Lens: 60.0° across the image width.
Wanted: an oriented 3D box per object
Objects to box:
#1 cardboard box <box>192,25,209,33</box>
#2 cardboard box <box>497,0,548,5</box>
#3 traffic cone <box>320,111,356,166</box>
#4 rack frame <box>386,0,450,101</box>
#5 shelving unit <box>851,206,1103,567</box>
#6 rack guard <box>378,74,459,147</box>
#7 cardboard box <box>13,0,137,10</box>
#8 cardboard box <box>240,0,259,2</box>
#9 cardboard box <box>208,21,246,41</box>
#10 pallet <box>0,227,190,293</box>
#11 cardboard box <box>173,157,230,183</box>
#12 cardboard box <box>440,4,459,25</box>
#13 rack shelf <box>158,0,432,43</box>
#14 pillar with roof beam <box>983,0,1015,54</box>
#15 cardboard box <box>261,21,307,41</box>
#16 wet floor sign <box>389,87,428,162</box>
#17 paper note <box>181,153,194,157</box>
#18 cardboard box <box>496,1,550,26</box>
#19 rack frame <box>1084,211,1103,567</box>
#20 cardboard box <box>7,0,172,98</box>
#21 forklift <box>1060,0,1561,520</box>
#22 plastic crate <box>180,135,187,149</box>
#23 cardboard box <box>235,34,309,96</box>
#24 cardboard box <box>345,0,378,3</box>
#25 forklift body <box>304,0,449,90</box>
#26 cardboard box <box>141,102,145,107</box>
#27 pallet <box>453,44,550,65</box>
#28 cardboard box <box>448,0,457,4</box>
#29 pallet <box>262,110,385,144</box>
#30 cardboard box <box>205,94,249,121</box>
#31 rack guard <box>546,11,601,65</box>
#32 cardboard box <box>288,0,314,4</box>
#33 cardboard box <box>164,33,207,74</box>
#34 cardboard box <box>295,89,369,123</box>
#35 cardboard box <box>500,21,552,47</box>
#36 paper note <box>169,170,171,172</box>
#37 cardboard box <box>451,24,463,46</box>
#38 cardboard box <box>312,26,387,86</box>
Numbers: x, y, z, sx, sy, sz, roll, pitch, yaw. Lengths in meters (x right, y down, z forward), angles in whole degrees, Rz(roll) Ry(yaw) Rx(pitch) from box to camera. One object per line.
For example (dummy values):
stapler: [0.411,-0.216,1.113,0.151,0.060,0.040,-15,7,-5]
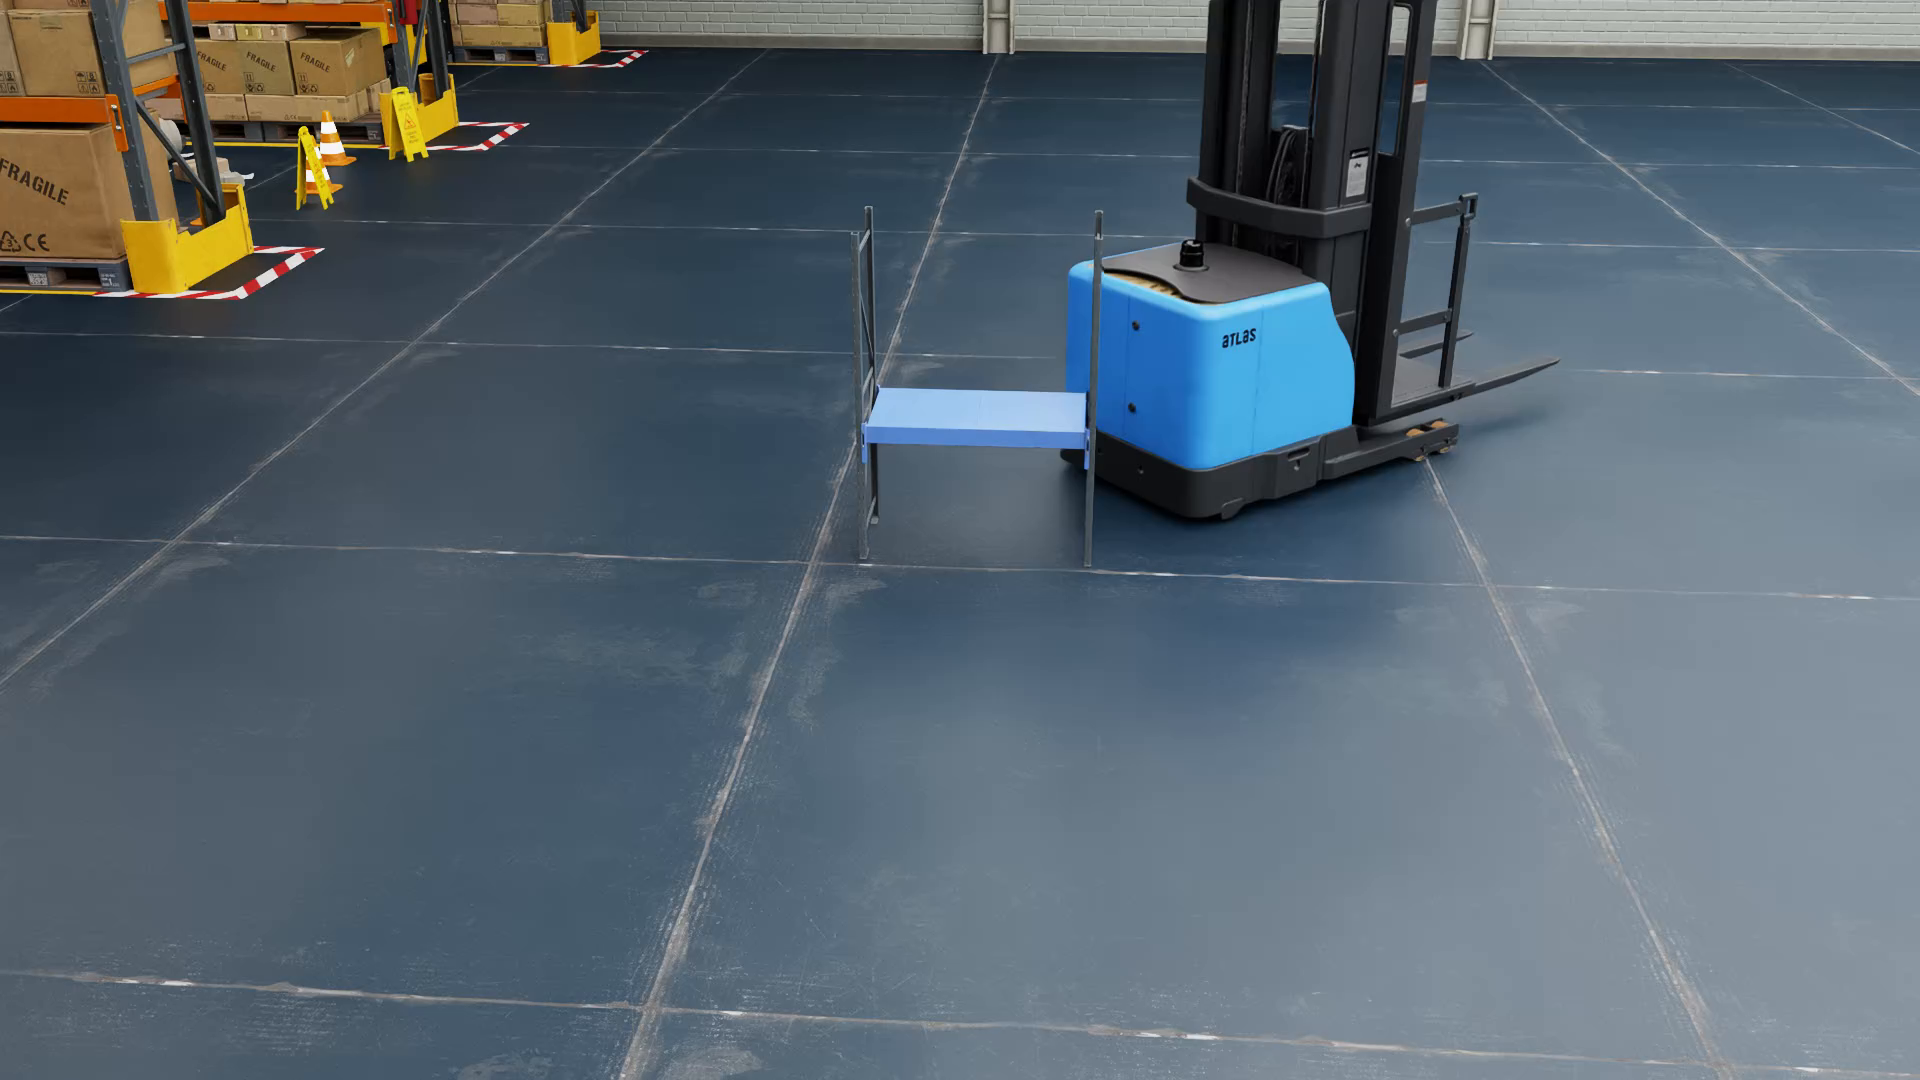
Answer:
cardboard box: [-7.597,-4.839,16.567,0.500,0.500,0.500,3,25,7]
cardboard box: [-5.342,-6.716,20.349,0.500,0.250,0.500,3,25,6]
traffic cone: [-5.762,-3.690,15.217,0.334,0.463,0.336,2,25,4]
rack frame: [-5.235,-5.367,15.825,0.127,3.000,1.000,2,25,4]
shelving unit: [0.085,-0.679,7.431,1.048,1.500,0.538,2,25,4]
rack guard: [-5.311,-4.234,16.353,0.348,0.500,1.175,2,25,4]
cardboard box: [-5.880,-3.887,11.138,0.550,0.550,0.875,2,25,4]
cardboard box: [-6.643,-5.217,15.800,0.250,0.149,0.380,2,25,5]
cardboard box: [-6.938,-4.863,15.844,0.250,0.149,0.380,3,25,6]
pallet: [-6.316,-2.027,11.902,1.213,0.211,1.003,2,25,4]
cardboard box: [-6.696,-3.272,14.682,0.250,0.149,0.380,16,29,31]
cardboard box: [-6.383,-6.518,20.516,0.500,0.250,0.500,1,25,3]
rack shelf: [-7.229,-5.104,16.114,4.000,0.370,1.077,2,25,4]
pillar with roof beam: [0.169,-8.573,15.615,0.400,9.000,9.100,2,25,4]
cardboard box: [-6.425,-4.845,15.804,0.250,0.149,0.380,3,25,6]
wet floor sign: [-5.127,-3.845,15.335,0.232,0.644,0.267,11,27,22]
paper note: [-7.227,-3.606,15.551,0.148,0.019,0.142,-7,26,-14]
cardboard box: [-5.368,-6.490,20.454,0.500,0.250,0.500,2,25,3]
rack frame: [0.592,-0.662,7.395,0.032,1.500,0.500,2,25,4]
cardboard box: [-5.887,-3.362,11.288,0.550,0.550,0.875,2,25,4]
forklift: [2.003,-1.901,8.374,3.031,2.935,1.130,-17,30,-32]
plastic crate: [-7.721,-3.776,15.862,0.583,0.080,0.402,-7,26,-14]
cardboard box: [-6.574,-4.581,16.008,0.500,0.500,0.500,3,25,6]
cardboard box: [-5.624,-5.176,15.710,0.250,0.149,0.380,3,25,6]
forklift body: [-6.889,-6.350,18.978,1.214,2.155,2.313,2,25,4]
cardboard box: [-8.122,-4.293,16.278,0.500,0.250,0.500,3,25,7]
pallet: [-5.624,-6.176,20.919,1.213,0.211,1.003,2,25,4]
cardboard box: [-6.355,-6.742,20.405,0.500,0.250,0.500,2,25,5]
pallet: [-6.118,-4.143,16.502,1.213,0.211,1.003,2,25,4]
cardboard box: [-7.100,-4.257,16.199,0.500,0.250,0.500,1,25,2]
rack guard: [-4.835,-6.299,20.842,0.348,0.500,1.175,2,25,4]
cardboard box: [-6.139,-5.155,15.664,0.250,0.149,0.380,1,25,3]
cardboard box: [-7.604,-4.616,16.084,0.500,0.500,0.500,3,25,7]
cardboard box: [-6.085,-4.223,16.126,0.500,0.250,0.500,2,25,4]
cardboard box: [-5.351,-6.261,20.555,0.500,0.250,0.500,2,25,4]
paper note: [-7.165,-3.303,14.906,0.142,0.019,0.148,11,27,22]
cardboard box: [-6.345,-6.300,20.641,0.500,0.250,0.500,2,25,5]
cardboard box: [-6.042,-4.791,16.463,0.500,0.500,0.500,1,25,2]
